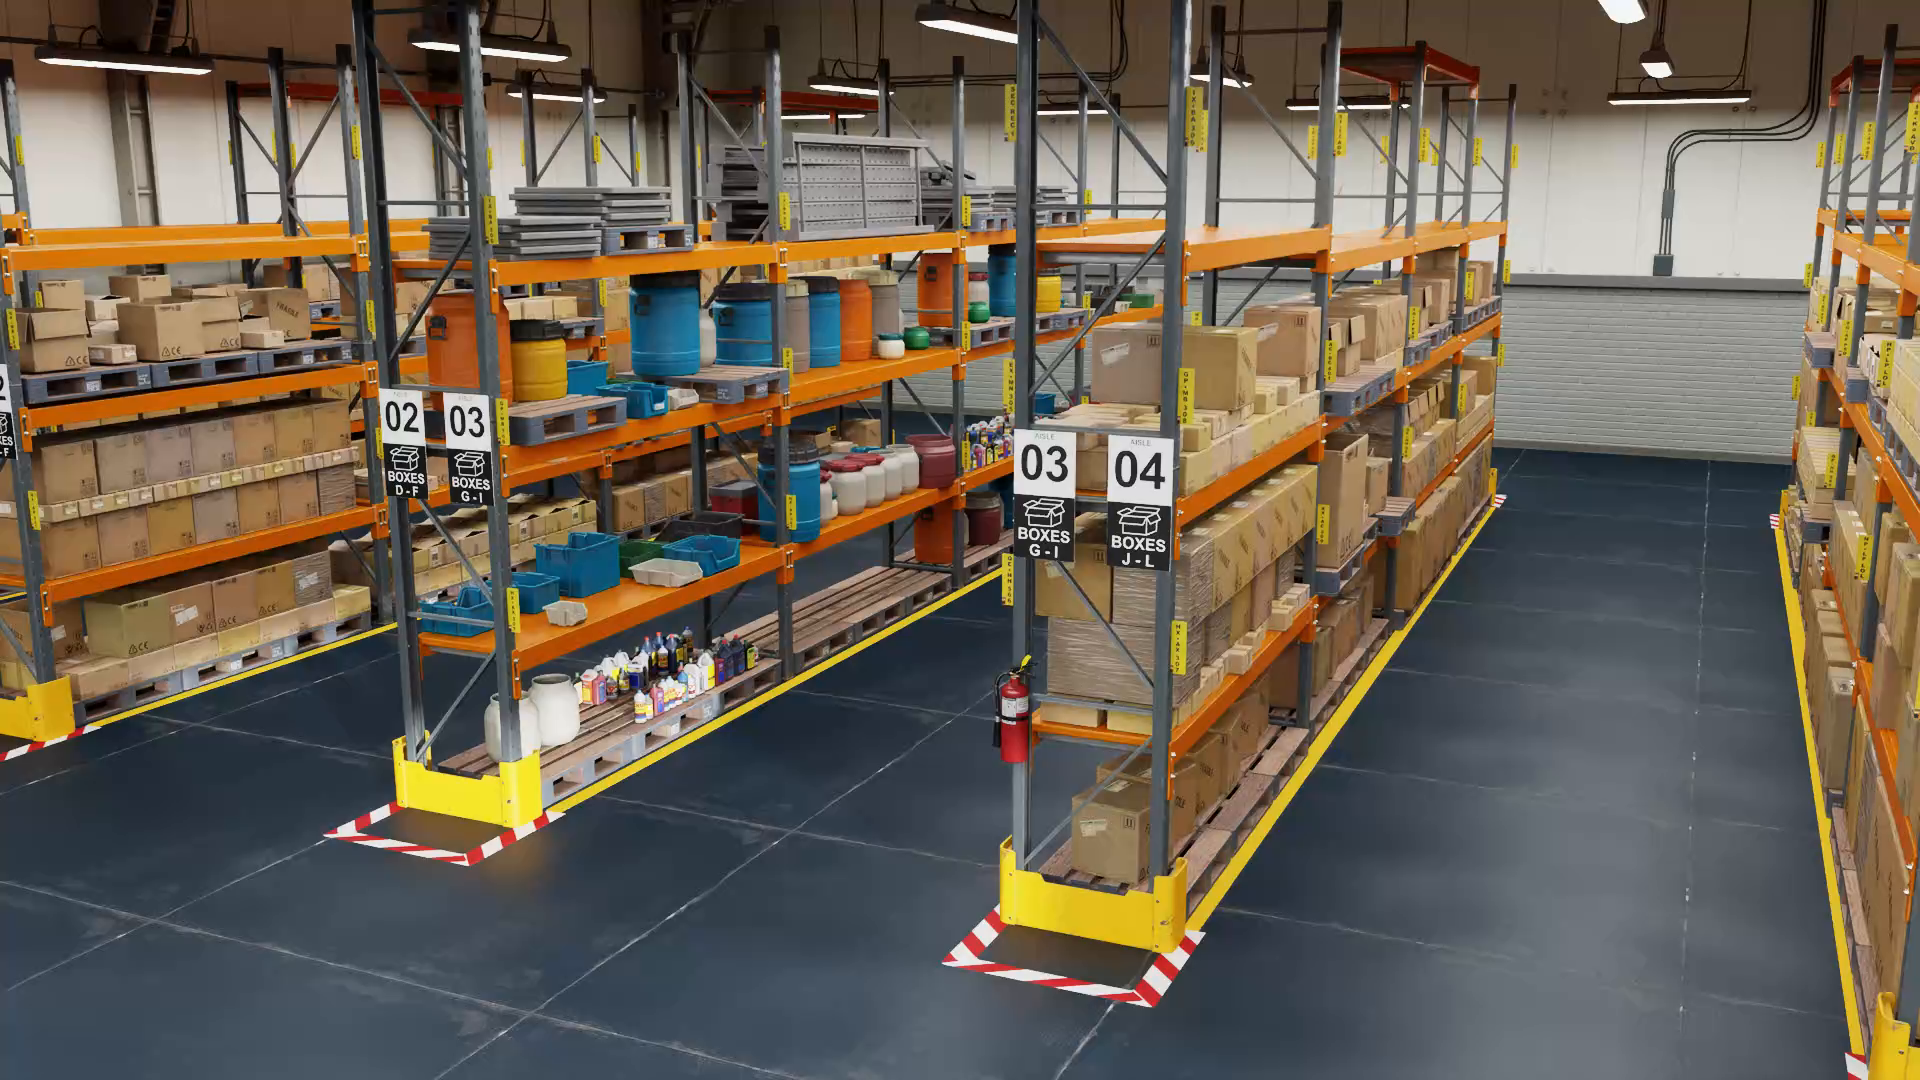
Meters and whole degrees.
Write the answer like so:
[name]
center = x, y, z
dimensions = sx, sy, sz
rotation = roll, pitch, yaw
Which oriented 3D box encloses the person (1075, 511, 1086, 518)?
[person]
center = 1.176, -0.170, 18.810
dimensions = 0.580, 1.721, 0.414
rotation = 5, 13, 23
